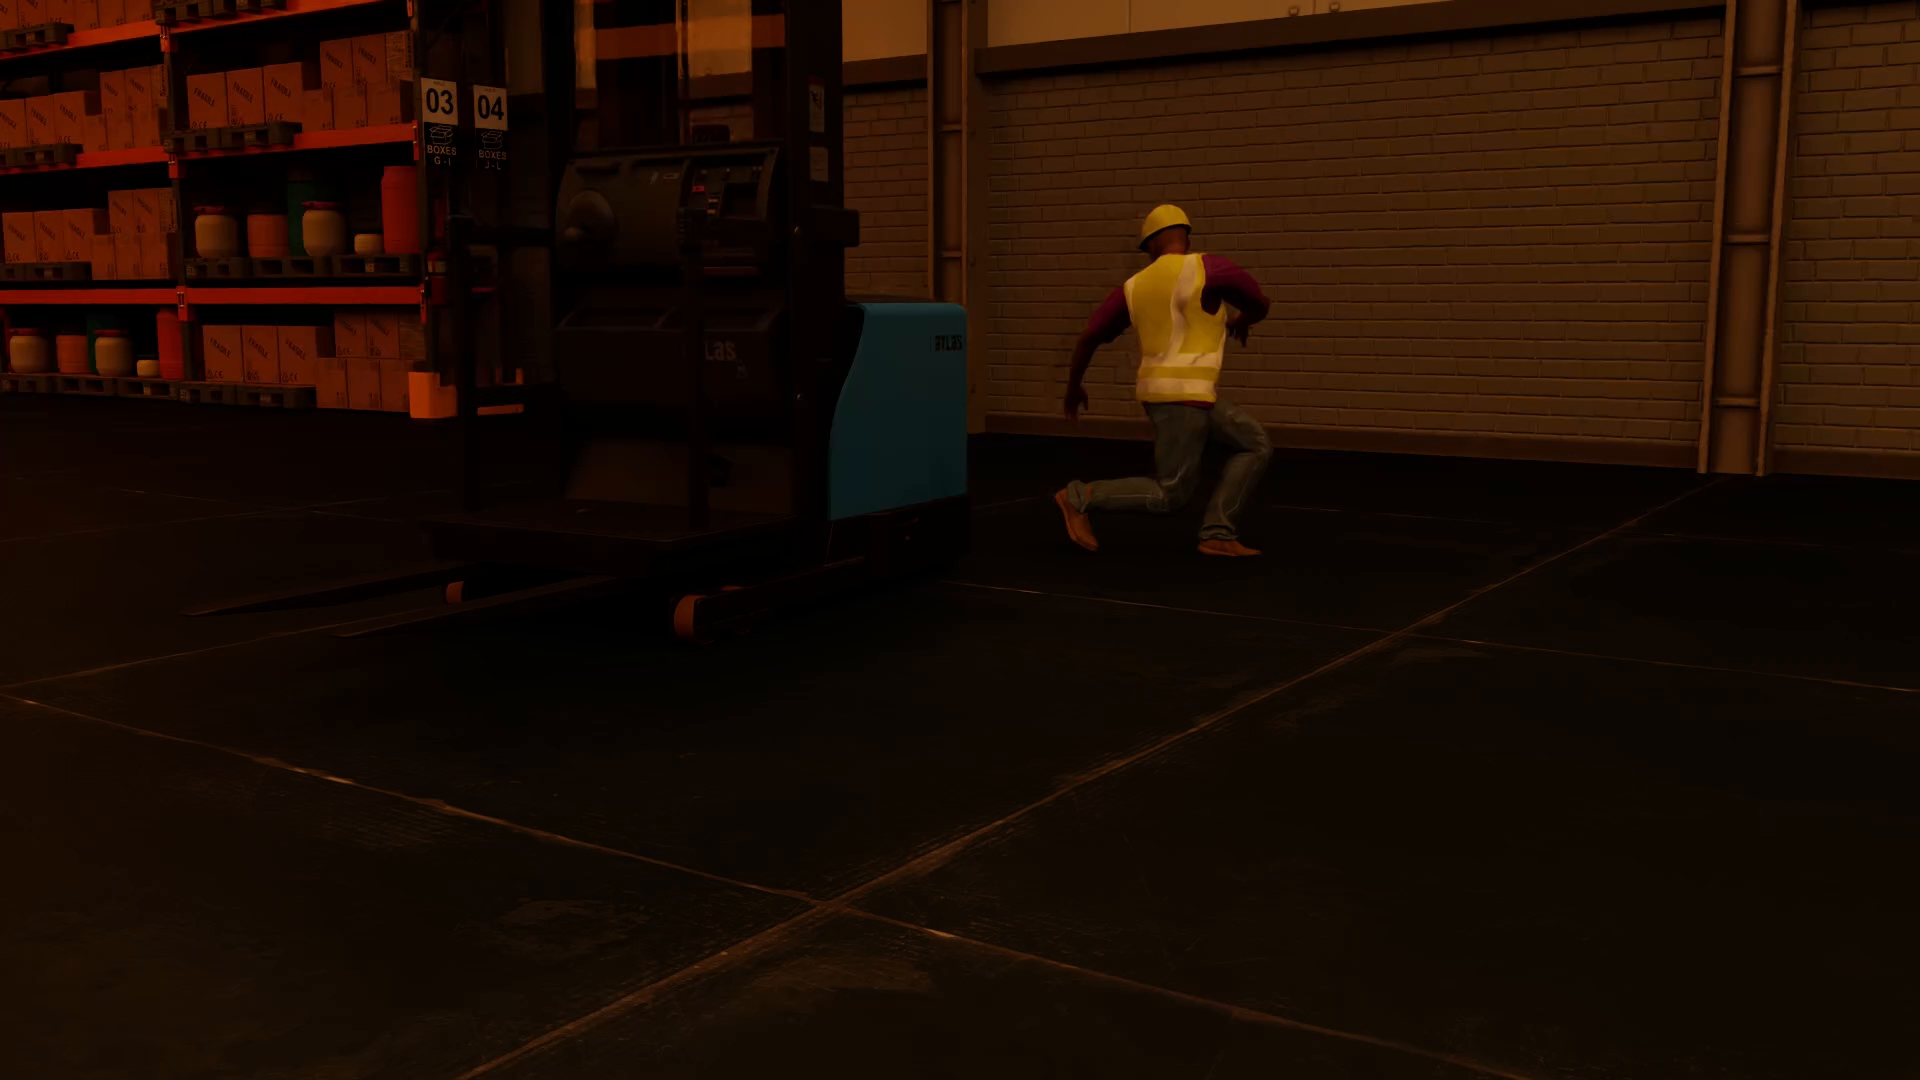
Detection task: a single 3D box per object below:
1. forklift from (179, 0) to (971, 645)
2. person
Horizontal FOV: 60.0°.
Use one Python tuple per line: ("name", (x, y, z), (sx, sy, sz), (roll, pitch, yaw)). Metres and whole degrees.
("forklift", (-1.123, -1.190, 5.560), (1.130, 2.935, 3.031), (5, 9, 29))
("person", (0.867, -0.670, 7.154), (0.932, 1.529, 0.692), (-1, 8, -7))
